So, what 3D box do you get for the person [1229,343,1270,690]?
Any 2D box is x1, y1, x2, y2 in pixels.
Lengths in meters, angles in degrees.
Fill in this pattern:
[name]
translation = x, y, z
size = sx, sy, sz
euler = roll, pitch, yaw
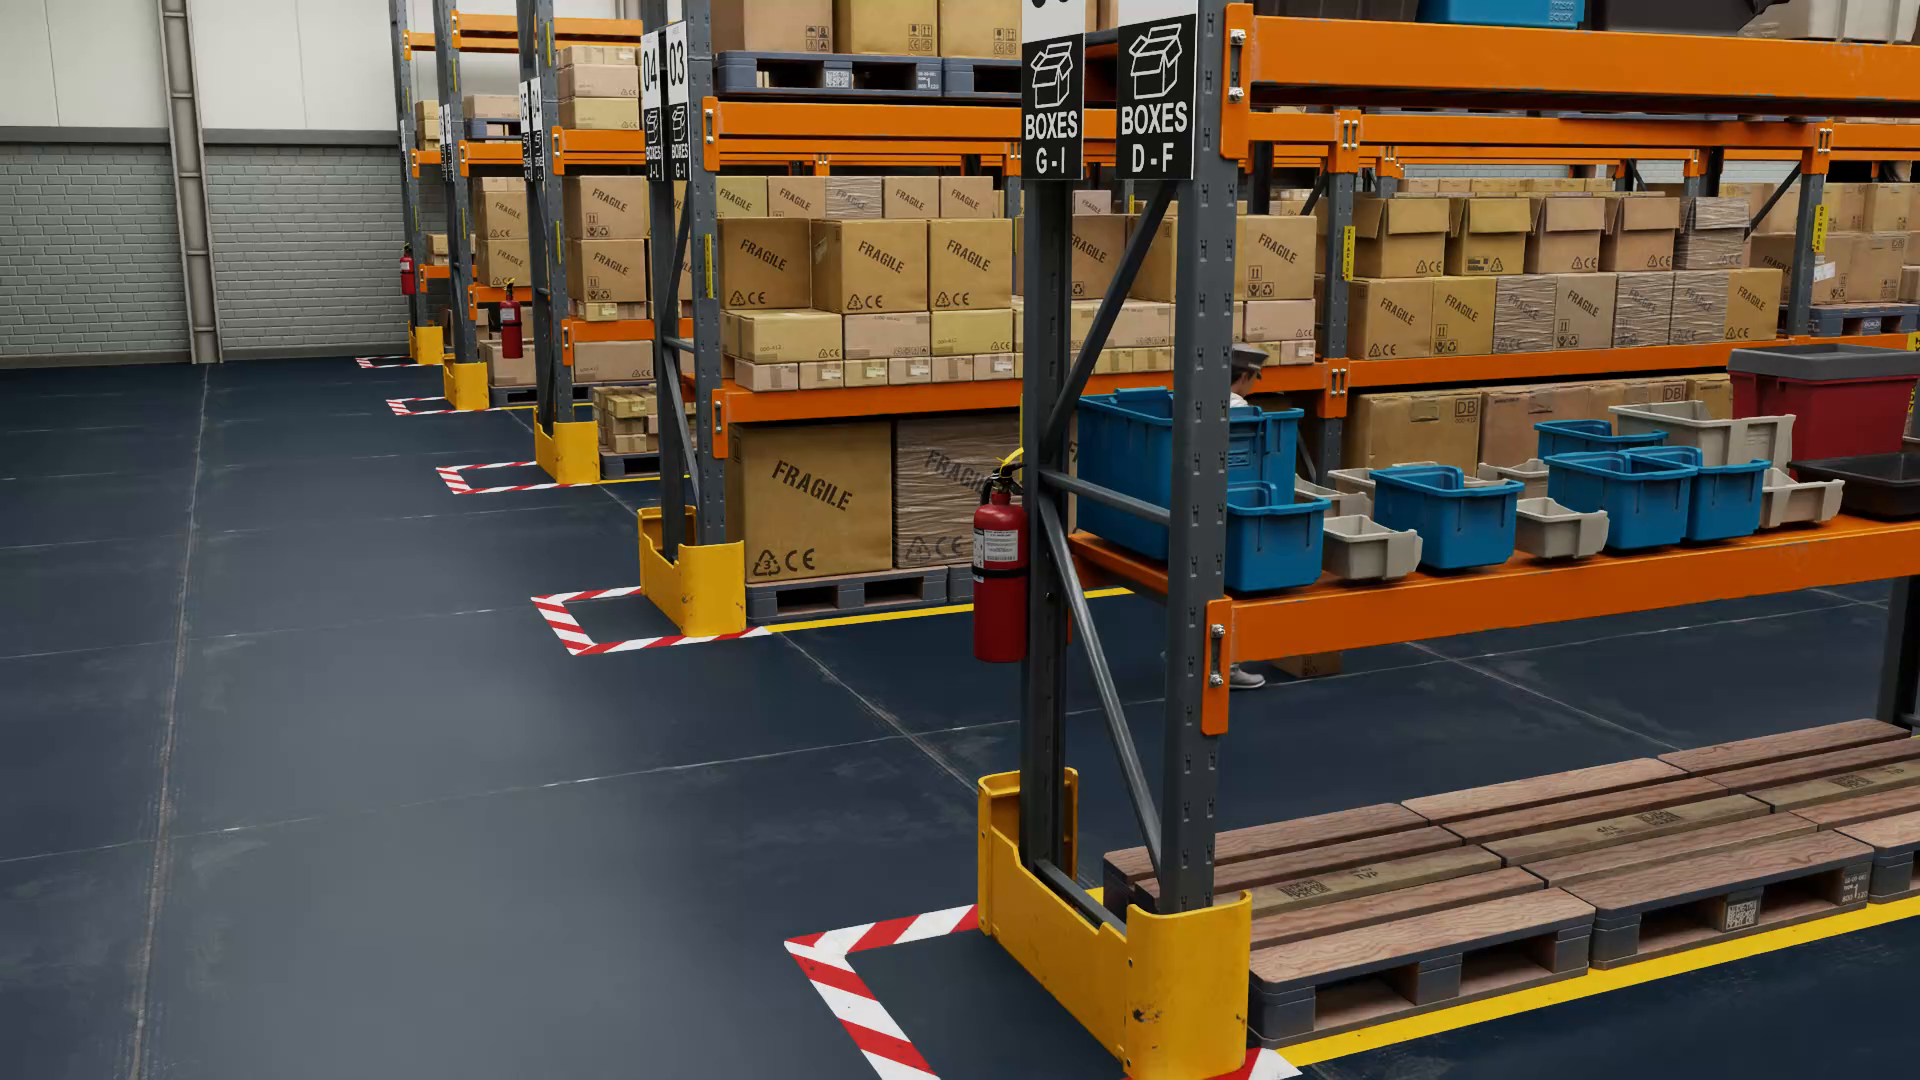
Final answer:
[person]
translation = 1.293, -0.111, 8.038
size = 0.338, 1.647, 0.476
euler = -5, 13, -22
